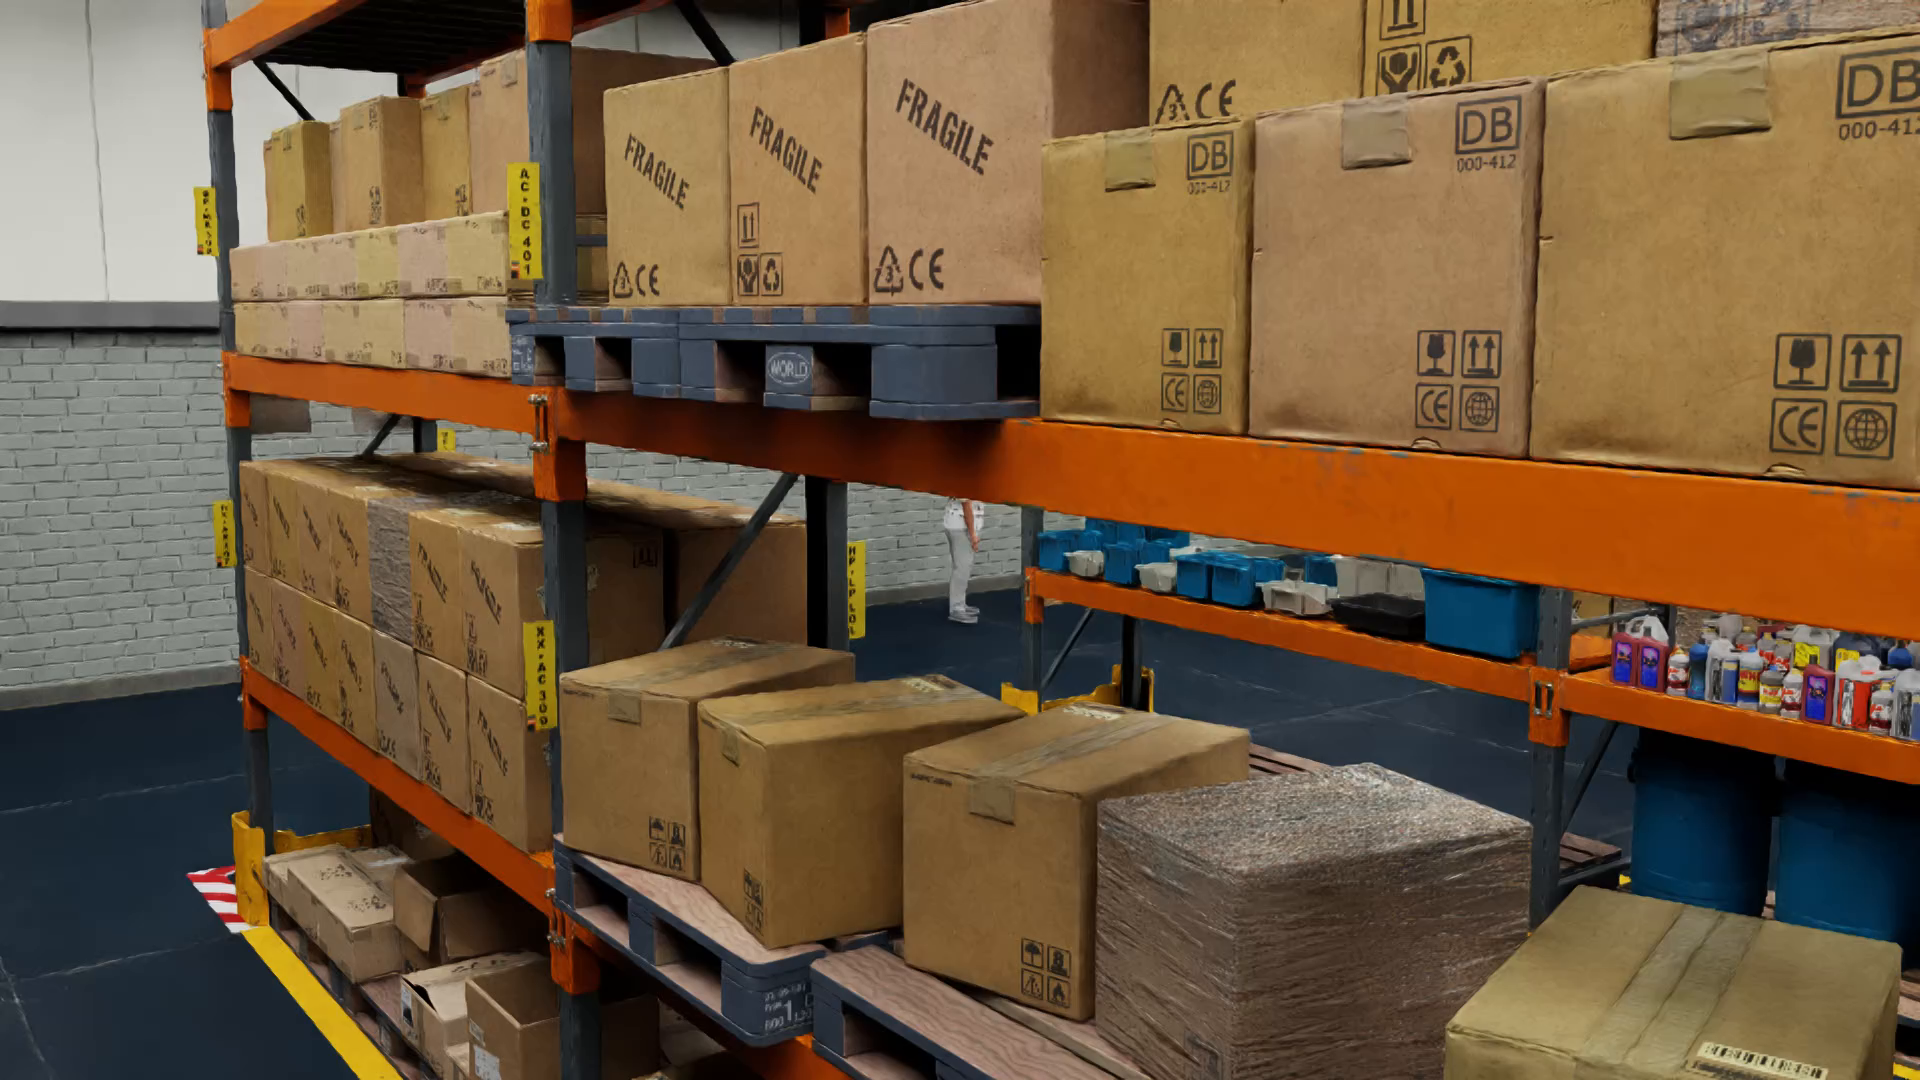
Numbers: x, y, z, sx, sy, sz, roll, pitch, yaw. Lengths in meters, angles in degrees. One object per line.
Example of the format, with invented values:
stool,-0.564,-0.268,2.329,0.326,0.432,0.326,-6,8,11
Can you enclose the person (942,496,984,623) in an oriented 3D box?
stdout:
person,0.040,-0.104,16.332,0.408,1.766,0.655,-1,8,-11
